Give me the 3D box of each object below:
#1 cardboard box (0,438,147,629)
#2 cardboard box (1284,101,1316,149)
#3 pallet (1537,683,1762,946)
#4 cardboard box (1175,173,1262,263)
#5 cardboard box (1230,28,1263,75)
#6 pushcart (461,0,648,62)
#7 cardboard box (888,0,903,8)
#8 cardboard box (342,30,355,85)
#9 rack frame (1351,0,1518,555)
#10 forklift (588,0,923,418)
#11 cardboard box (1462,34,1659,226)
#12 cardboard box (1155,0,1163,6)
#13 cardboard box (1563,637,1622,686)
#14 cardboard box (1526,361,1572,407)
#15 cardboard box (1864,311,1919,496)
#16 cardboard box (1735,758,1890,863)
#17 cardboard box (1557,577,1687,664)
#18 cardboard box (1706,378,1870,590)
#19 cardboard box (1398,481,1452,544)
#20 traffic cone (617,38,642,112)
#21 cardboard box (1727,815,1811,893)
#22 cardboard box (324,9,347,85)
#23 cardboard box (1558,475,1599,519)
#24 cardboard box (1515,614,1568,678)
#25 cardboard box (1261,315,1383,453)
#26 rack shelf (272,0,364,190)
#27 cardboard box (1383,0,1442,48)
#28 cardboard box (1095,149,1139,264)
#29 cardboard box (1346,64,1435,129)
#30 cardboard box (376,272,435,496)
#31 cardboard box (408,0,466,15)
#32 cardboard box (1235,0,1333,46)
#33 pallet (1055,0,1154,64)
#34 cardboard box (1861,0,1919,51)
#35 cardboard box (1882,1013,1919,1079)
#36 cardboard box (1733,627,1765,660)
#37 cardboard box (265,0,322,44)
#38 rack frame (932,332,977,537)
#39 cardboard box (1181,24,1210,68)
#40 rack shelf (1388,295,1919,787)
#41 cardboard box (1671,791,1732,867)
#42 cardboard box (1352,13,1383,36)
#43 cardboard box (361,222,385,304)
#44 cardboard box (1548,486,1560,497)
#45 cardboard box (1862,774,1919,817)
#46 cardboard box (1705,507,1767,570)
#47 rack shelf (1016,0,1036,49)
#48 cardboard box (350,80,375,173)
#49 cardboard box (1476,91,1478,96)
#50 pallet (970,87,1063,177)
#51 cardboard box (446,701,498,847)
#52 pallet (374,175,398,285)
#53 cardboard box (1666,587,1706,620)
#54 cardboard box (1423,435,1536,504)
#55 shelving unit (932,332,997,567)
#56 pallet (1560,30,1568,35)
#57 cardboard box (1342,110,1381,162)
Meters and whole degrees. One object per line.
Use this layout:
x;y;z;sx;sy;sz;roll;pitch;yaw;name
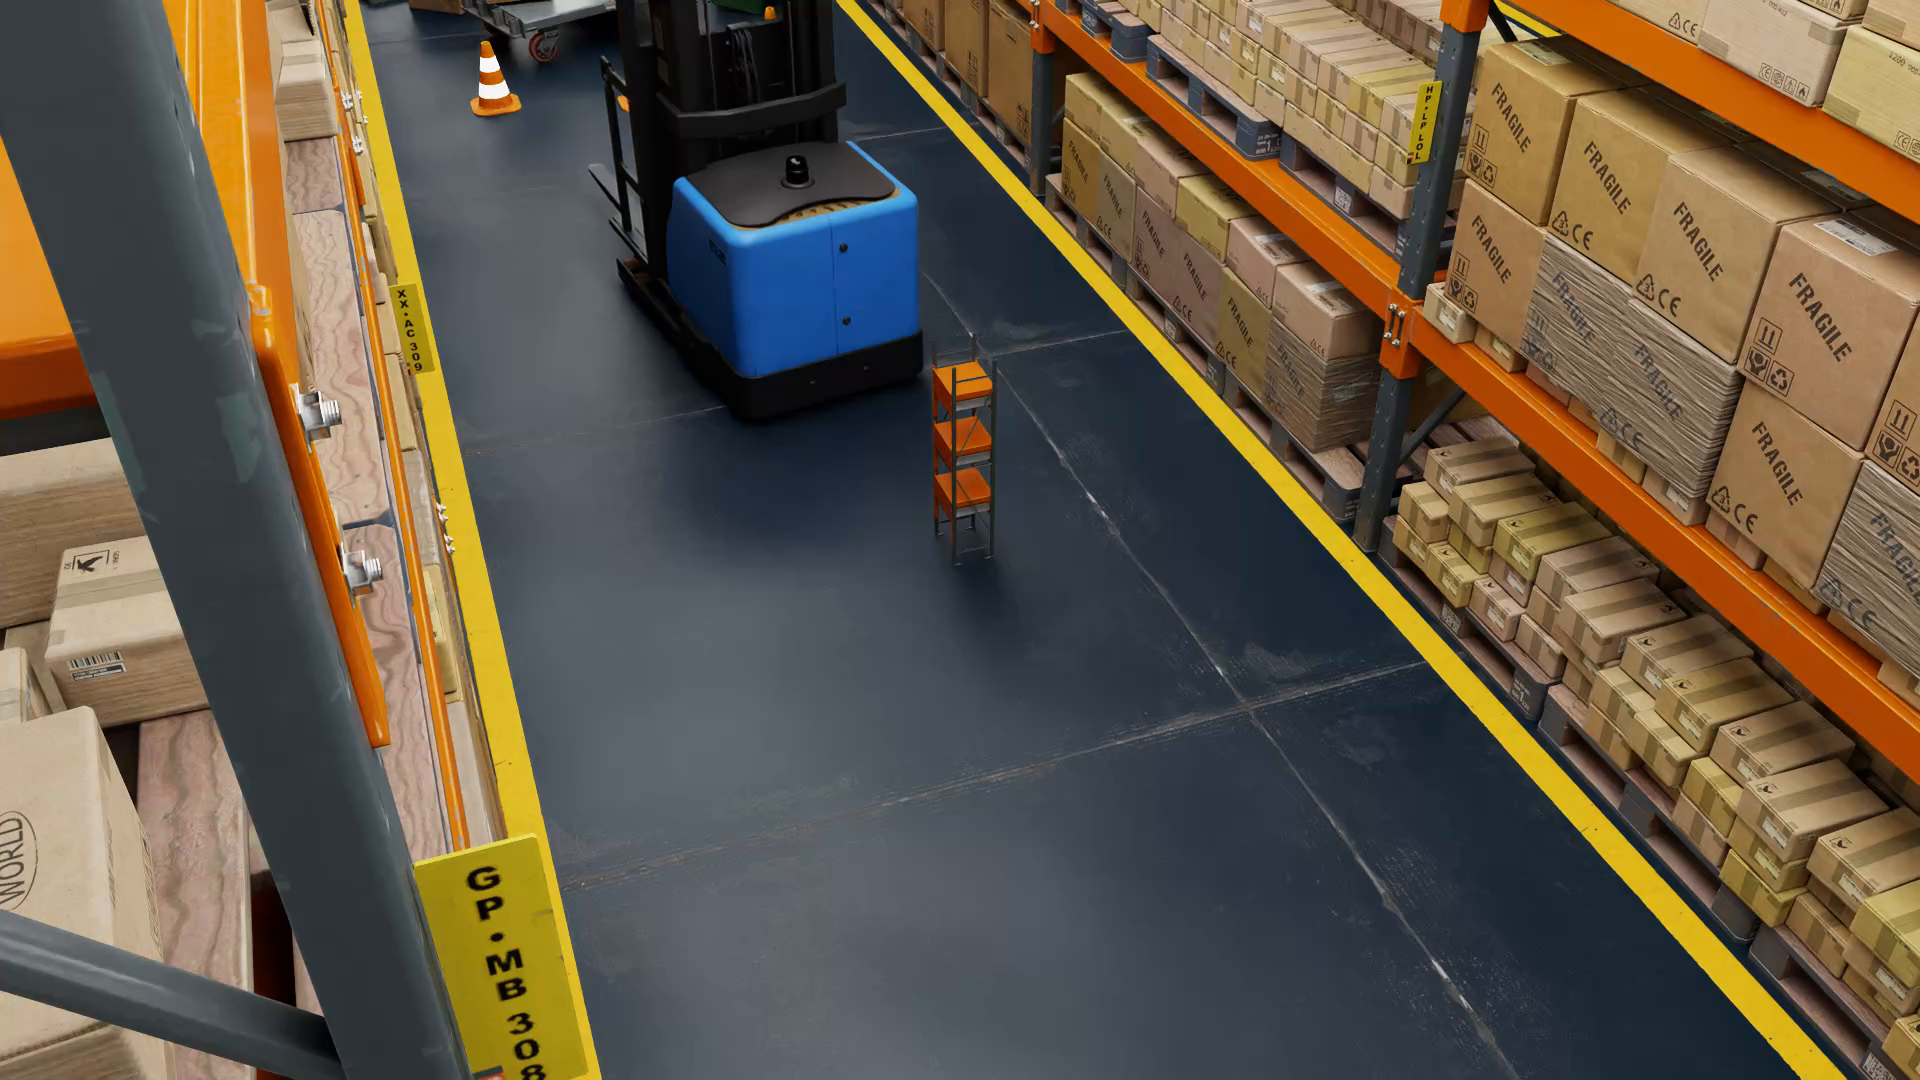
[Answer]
-1.390;-0.152;2.607;0.500;0.311;0.500;-12;39;-15;cardboard box
1.733;-1.948;7.702;0.380;0.149;0.250;-14;39;-18;cardboard box
3.003;0.909;6.368;1.003;0.211;1.213;-12;39;-16;pallet
1.462;-1.693;8.610;0.500;0.250;0.500;-14;39;-18;cardboard box
1.536;-2.381;8.031;0.380;0.149;0.250;-12;39;-16;cardboard box
-2.927;-4.158;12.956;1.648;0.377;0.936;-27;45;-31;pushcart
-0.140;-4.724;13.049;1.050;0.750;0.750;-13;39;-16;cardboard box
-4.617;-3.122;11.236;0.950;0.372;0.625;-10;38;-13;cardboard box
2.315;-1.267;6.940;1.000;3.000;0.127;-12;39;-16;rack frame
-1.339;-2.660;8.846;1.130;2.935;3.031;-18;41;-22;forklift
2.242;-1.520;6.114;0.500;0.500;0.500;-12;38;-15;cardboard box
1.194;-2.953;8.790;0.380;0.149;0.250;-12;39;-16;cardboard box
2.591;0.424;6.468;0.380;0.149;0.250;-11;38;-14;cardboard box
2.405;-0.669;6.354;0.380;0.149;0.250;-14;39;-18;cardboard box
2.939;-0.351;4.562;0.500;0.500;0.500;-11;38;-14;cardboard box
2.856;0.906;5.581;0.380;0.149;0.250;-11;38;-14;cardboard box
2.534;0.307;6.375;0.380;0.149;0.250;-12;39;-15;cardboard box
2.777;-0.227;5.228;0.500;0.500;0.500;-11;38;-14;cardboard box
2.139;-0.144;7.222;0.380;0.149;0.250;-11;38;-14;cardboard box
-2.271;-3.324;11.778;0.336;0.463;0.334;-12;39;-16;traffic cone
2.871;1.022;5.673;0.380;0.149;0.250;-12;39;-15;cardboard box
-2.735;-1.789;6.718;0.500;0.500;0.500;-13;39;-17;cardboard box
2.807;-0.251;7.116;0.380;0.149;0.250;-12;39;-15;cardboard box
2.499;0.389;6.761;0.380;0.149;0.250;-13;39;-17;cardboard box
1.824;-0.803;8.051;0.500;0.500;0.500;-13;39;-17;cardboard box
-2.986;-2.226;6.317;1.077;0.370;4.000;-12;39;-16;rack shelf
2.252;-2.478;7.912;0.380;0.149;0.250;-13;39;-16;cardboard box
1.119;-1.961;9.588;0.500;0.500;0.500;-12;39;-15;cardboard box
1.900;-1.910;7.158;0.380;0.149;0.250;-14;39;-17;cardboard box
-1.876;-0.415;4.894;0.500;0.500;0.500;-13;39;-16;cardboard box
-4.142;-4.594;13.432;0.500;0.500;0.500;12;39;16;cardboard box
1.546;-2.495;7.935;0.380;0.149;0.250;-14;39;-18;cardboard box
1.284;-3.070;9.492;1.213;0.211;1.003;-12;39;-16;pallet
2.781;-1.419;4.357;0.500;0.250;0.500;-14;39;-18;cardboard box
3.131;1.585;5.173;0.380;0.149;0.250;-11;38;-15;cardboard box
3.200;0.335;6.339;0.380;0.149;0.250;-14;39;-18;cardboard box
-1.778;-1.243;4.094;0.396;0.266;0.258;-11;38;-15;cardboard box
-0.024;-0.458;7.485;0.200;1.050;0.008;-12;39;-16;rack frame
1.361;-2.551;8.504;0.380;0.149;0.250;-12;39;-15;cardboard box
3.003;0.150;5.656;1.077;0.370;4.000;-12;39;-16;rack shelf
2.802;0.991;5.961;0.380;0.149;0.250;-12;39;-15;cardboard box
2.155;-2.512;8.204;0.380;0.149;0.250;-13;39;-17;cardboard box
-1.893;-0.776;4.834;0.380;0.149;0.250;-13;39;-17;cardboard box
2.722;-0.303;7.433;0.380;0.149;0.250;-12;39;-15;cardboard box
3.377;0.911;5.820;0.380;0.149;0.250;-14;39;-18;cardboard box
2.740;-0.064;5.550;0.380;0.149;0.250;-11;38;-14;cardboard box
0.250;-4.370;11.656;1.077;0.370;4.000;-12;39;-16;rack shelf
-2.894;-1.790;7.342;0.500;0.250;0.500;-13;39;-17;cardboard box
2.520;-1.917;7.415;0.380;0.149;0.250;-13;39;-17;cardboard box
0.738;-2.874;11.390;1.003;0.211;1.213;-12;39;-16;pallet
-1.188;0.725;3.380;0.500;0.500;0.500;-13;39;-16;cardboard box
-3.942;-1.773;9.928;1.003;0.211;1.213;-12;39;-16;pallet
3.036;0.297;6.636;0.380;0.149;0.250;-12;38;-15;cardboard box
2.239;-0.297;7.177;0.380;0.149;0.250;-11;38;-14;cardboard box
0.018;-0.389;7.394;0.215;1.050;0.252;-12;39;-16;shelving unit
5.363;-3.825;12.652;1.003;0.211;1.213;-12;39;-16;pallet
1.901;-1.786;7.241;0.380;0.149;0.250;-12;39;-16;cardboard box
